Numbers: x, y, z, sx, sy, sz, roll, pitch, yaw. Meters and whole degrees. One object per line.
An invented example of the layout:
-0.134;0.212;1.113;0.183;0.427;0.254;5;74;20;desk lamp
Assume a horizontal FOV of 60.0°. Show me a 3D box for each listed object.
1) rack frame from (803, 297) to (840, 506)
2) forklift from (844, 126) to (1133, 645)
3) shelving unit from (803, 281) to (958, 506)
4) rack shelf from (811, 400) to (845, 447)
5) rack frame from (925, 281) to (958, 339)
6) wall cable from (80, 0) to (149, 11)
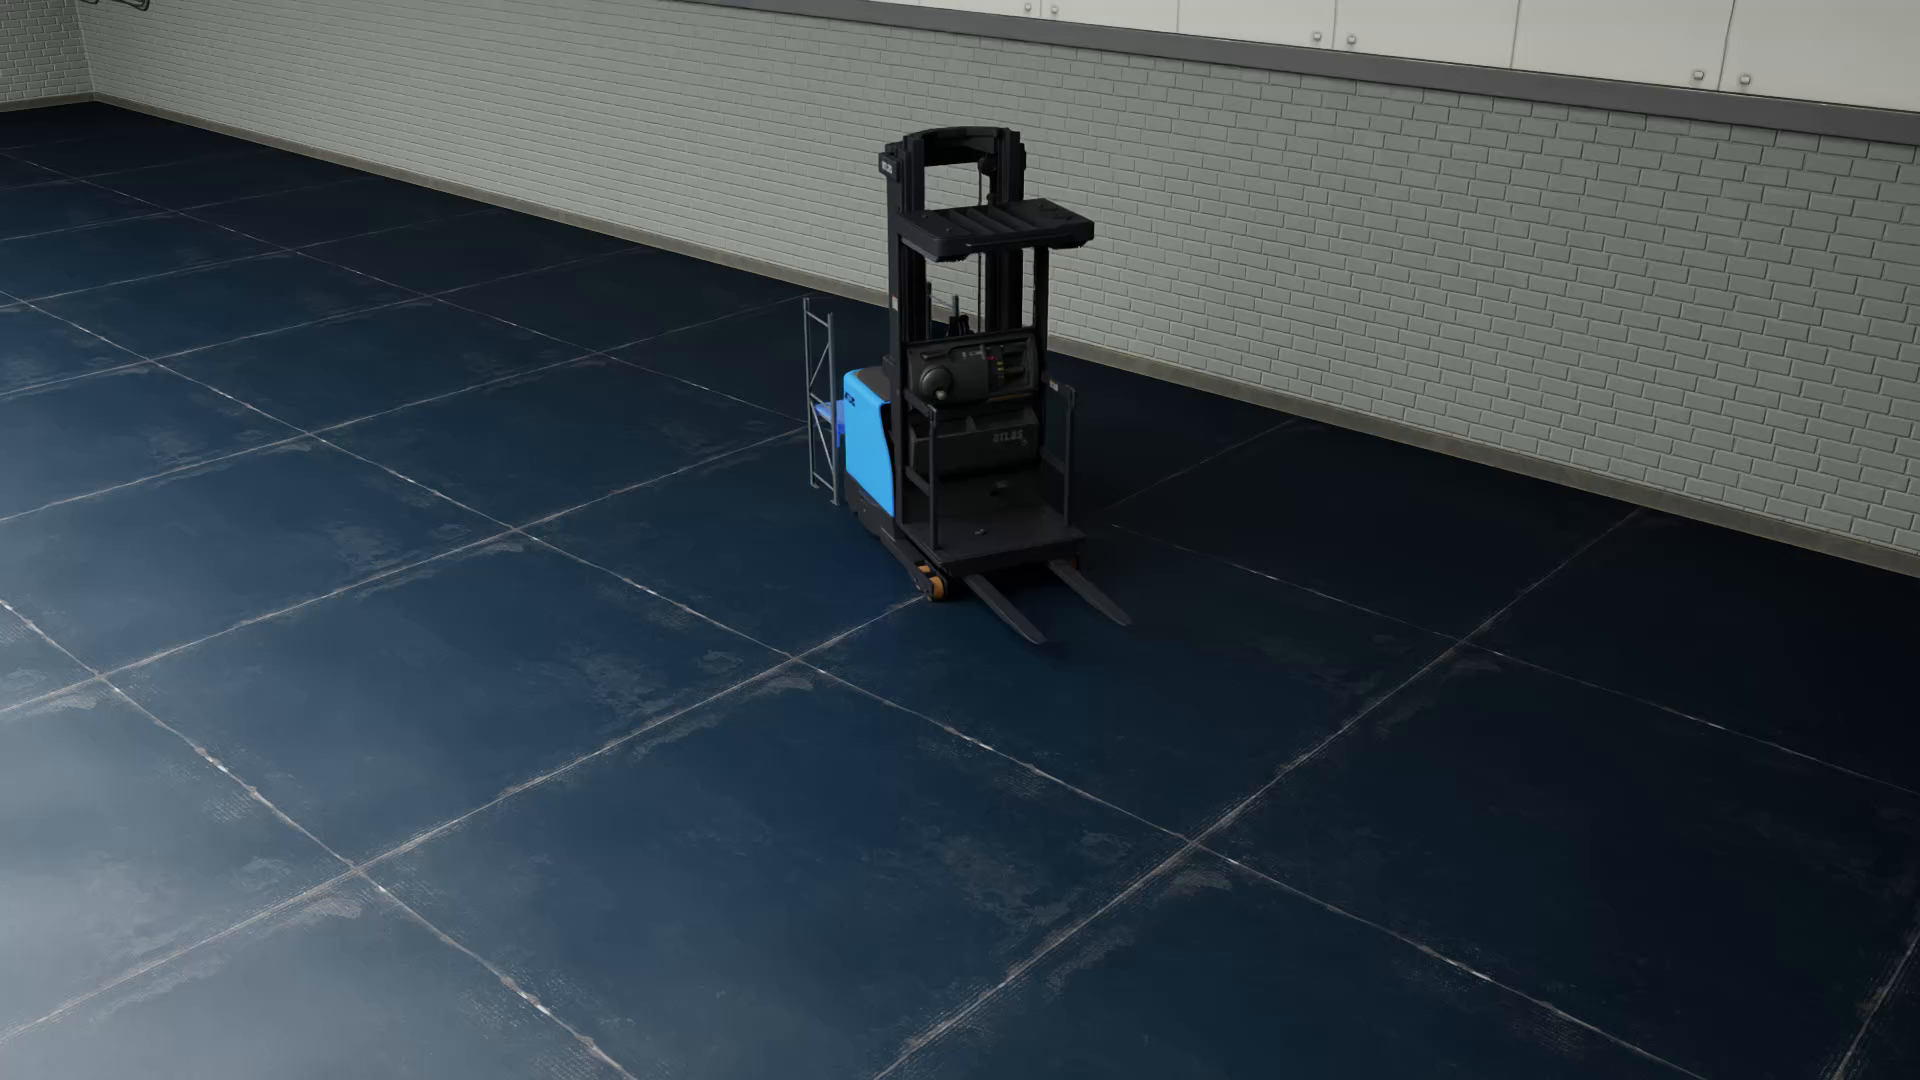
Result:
-1.042;-1.035;12.525;0.032;1.500;0.500;-12;27;-25;rack frame
0.176;-1.126;10.977;1.130;2.935;3.031;-10;26;-21;forklift
-0.591;-1.131;12.740;1.048;1.500;0.538;-12;27;-25;shelving unit
-0.591;-0.967;12.813;1.000;0.185;0.538;-12;27;-25;rack shelf
-0.140;-1.228;12.954;0.032;1.500;0.500;-12;27;-25;rack frame
-14.192;-10.039;27.235;3.097;2.526;0.112;20;31;38;wall cable
